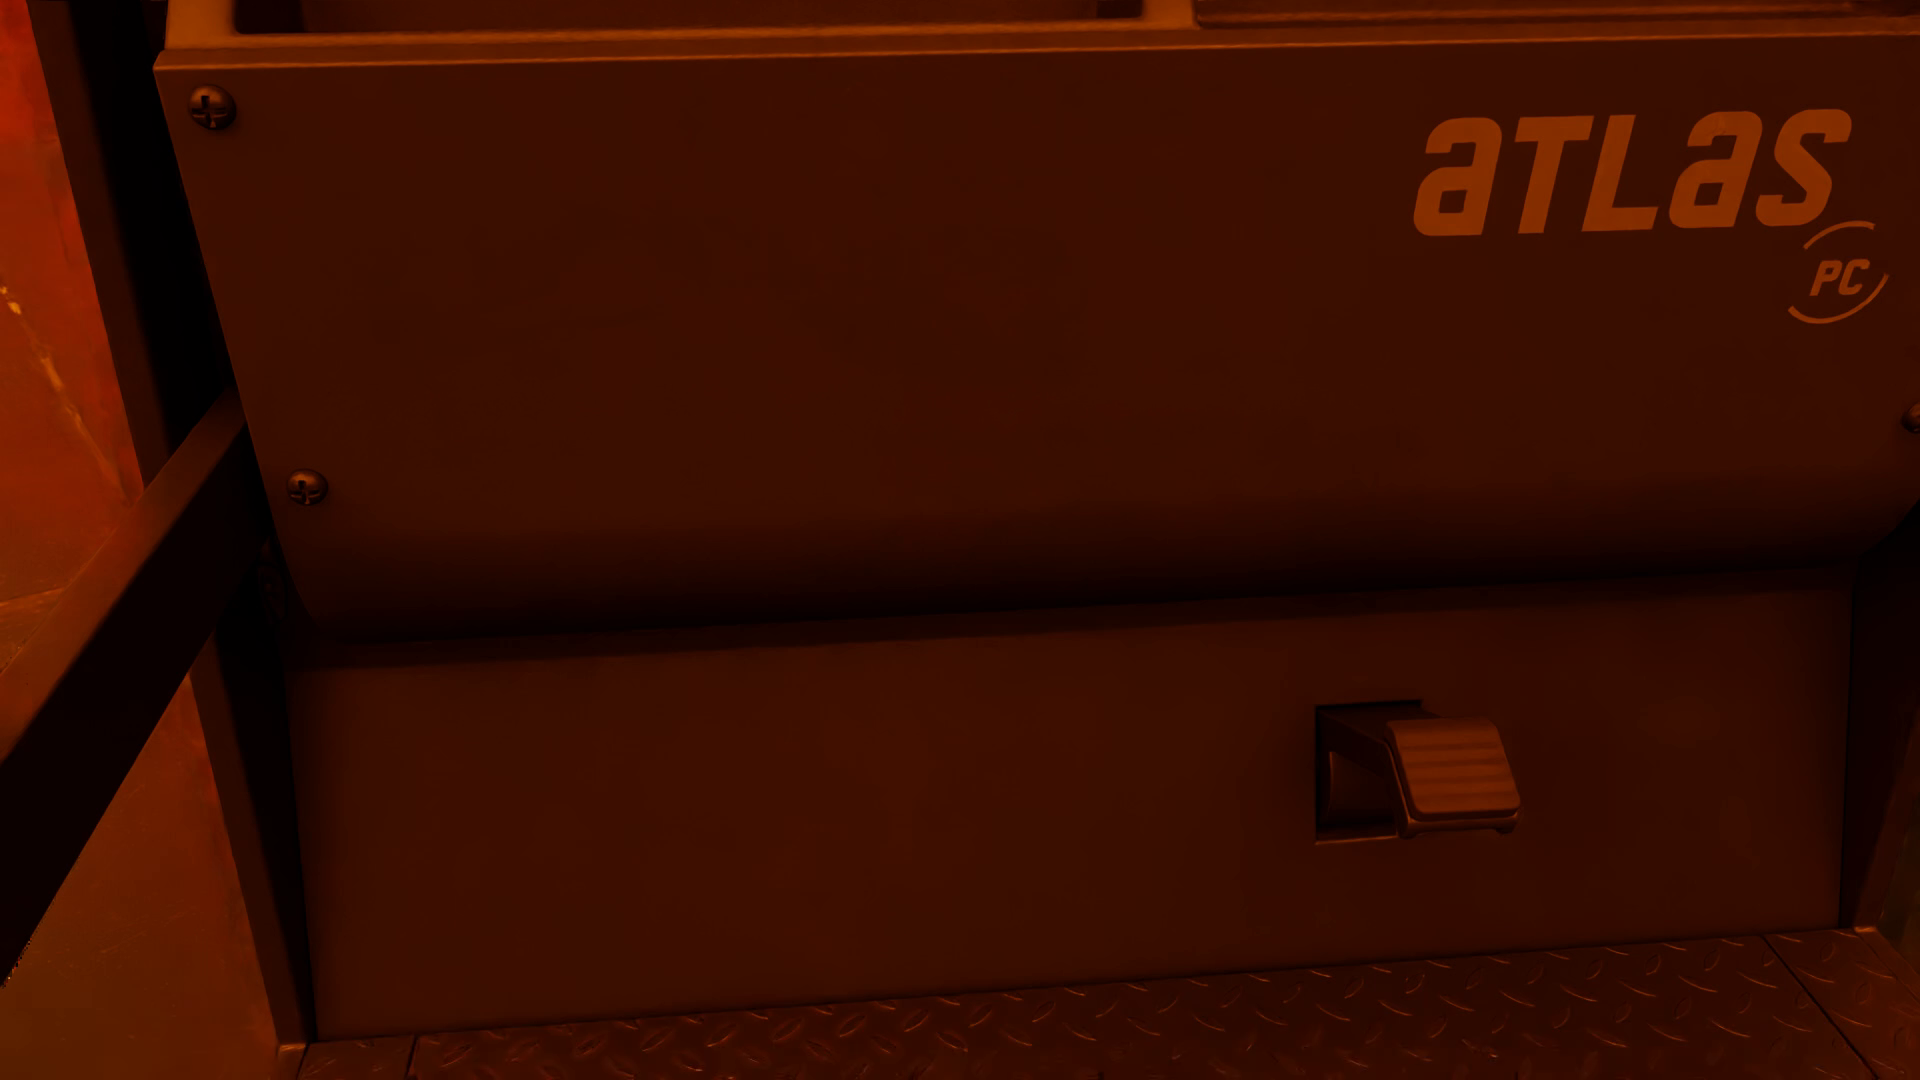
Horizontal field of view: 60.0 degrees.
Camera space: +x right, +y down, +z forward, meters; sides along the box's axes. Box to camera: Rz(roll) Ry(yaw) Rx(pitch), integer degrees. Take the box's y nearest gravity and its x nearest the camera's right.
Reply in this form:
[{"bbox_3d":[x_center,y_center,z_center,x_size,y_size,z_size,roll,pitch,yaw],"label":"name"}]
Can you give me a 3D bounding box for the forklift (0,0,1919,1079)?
[{"bbox_3d":[0.125,-0.603,0.434,1.130,2.935,3.031,-3,27,-5],"label":"forklift"}]
